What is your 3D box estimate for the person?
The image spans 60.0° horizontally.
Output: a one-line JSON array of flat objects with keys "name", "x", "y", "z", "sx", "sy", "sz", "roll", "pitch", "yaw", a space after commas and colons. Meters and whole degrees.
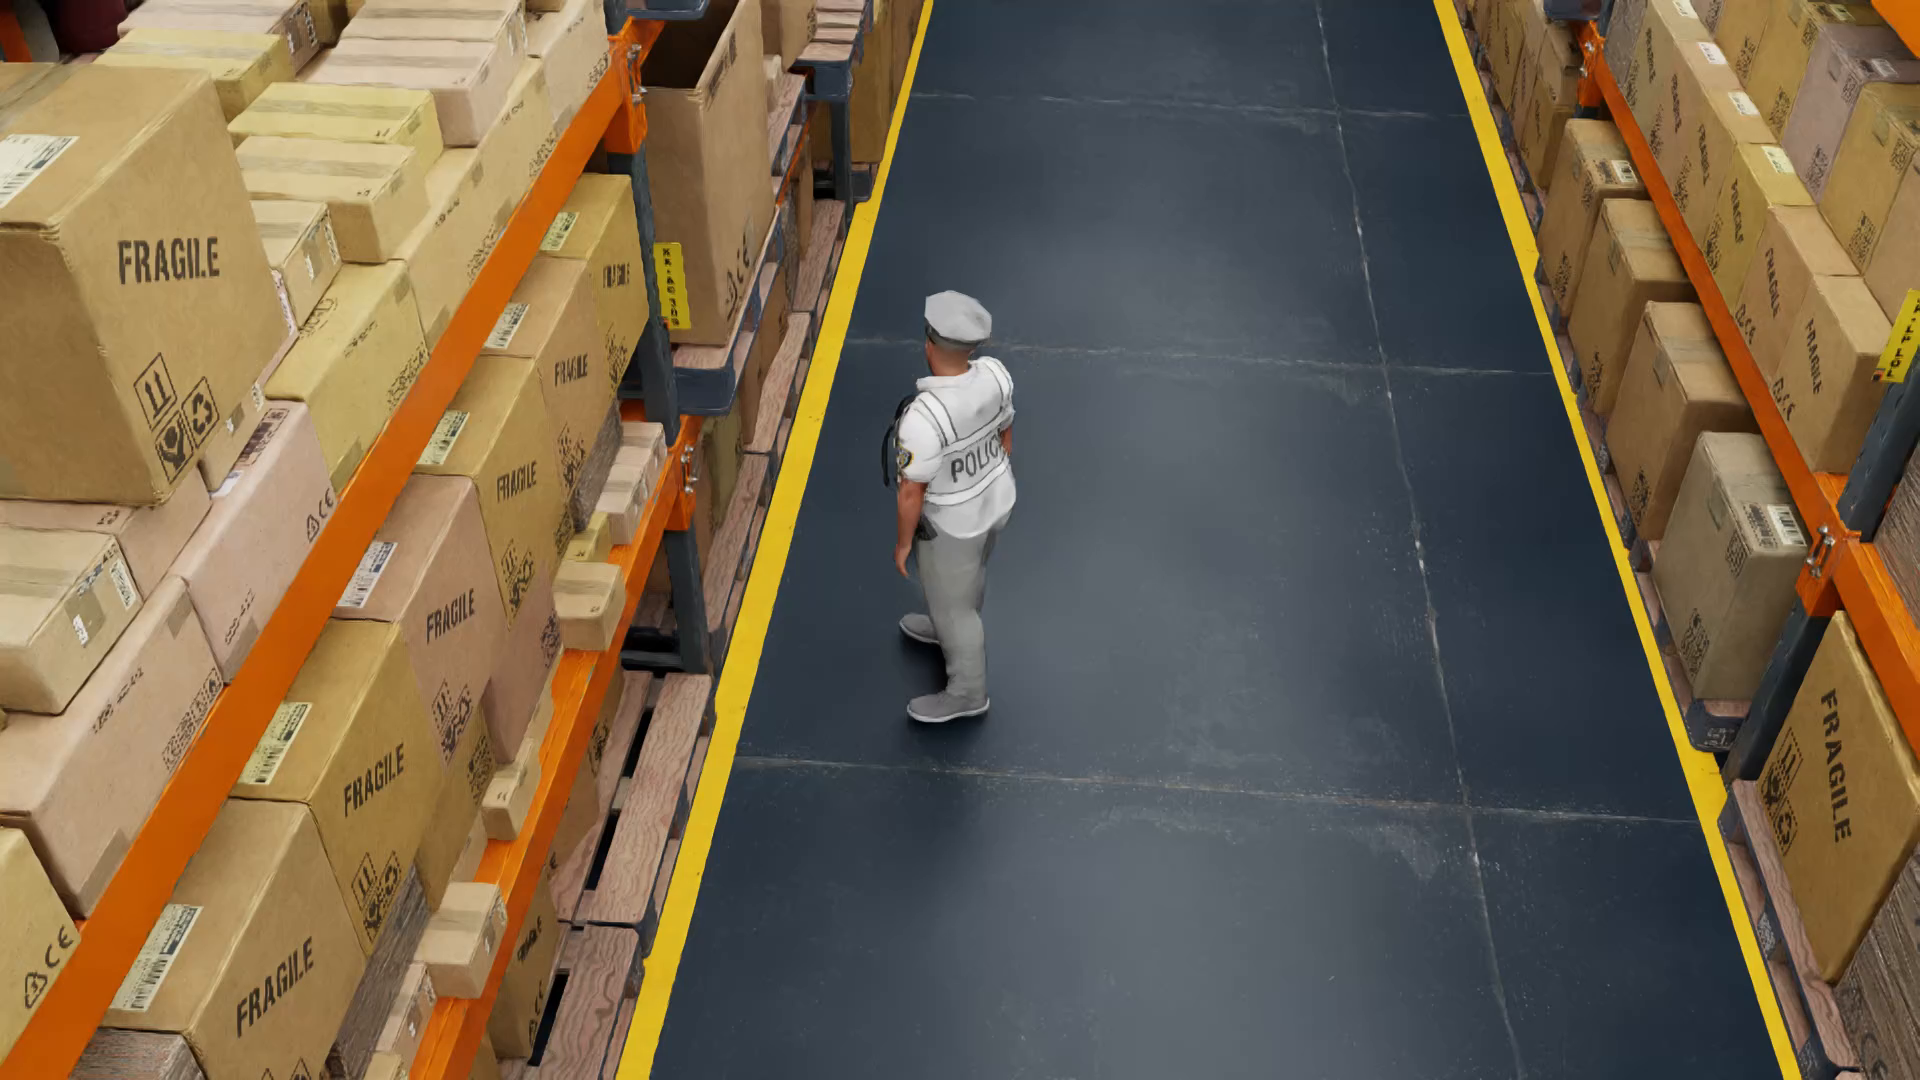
[{"name": "person", "x": -0.057, "y": -0.148, "z": 6.288, "sx": 0.577, "sy": 1.755, "sz": 0.638, "roll": 24, "pitch": 45, "yaw": 26}]
